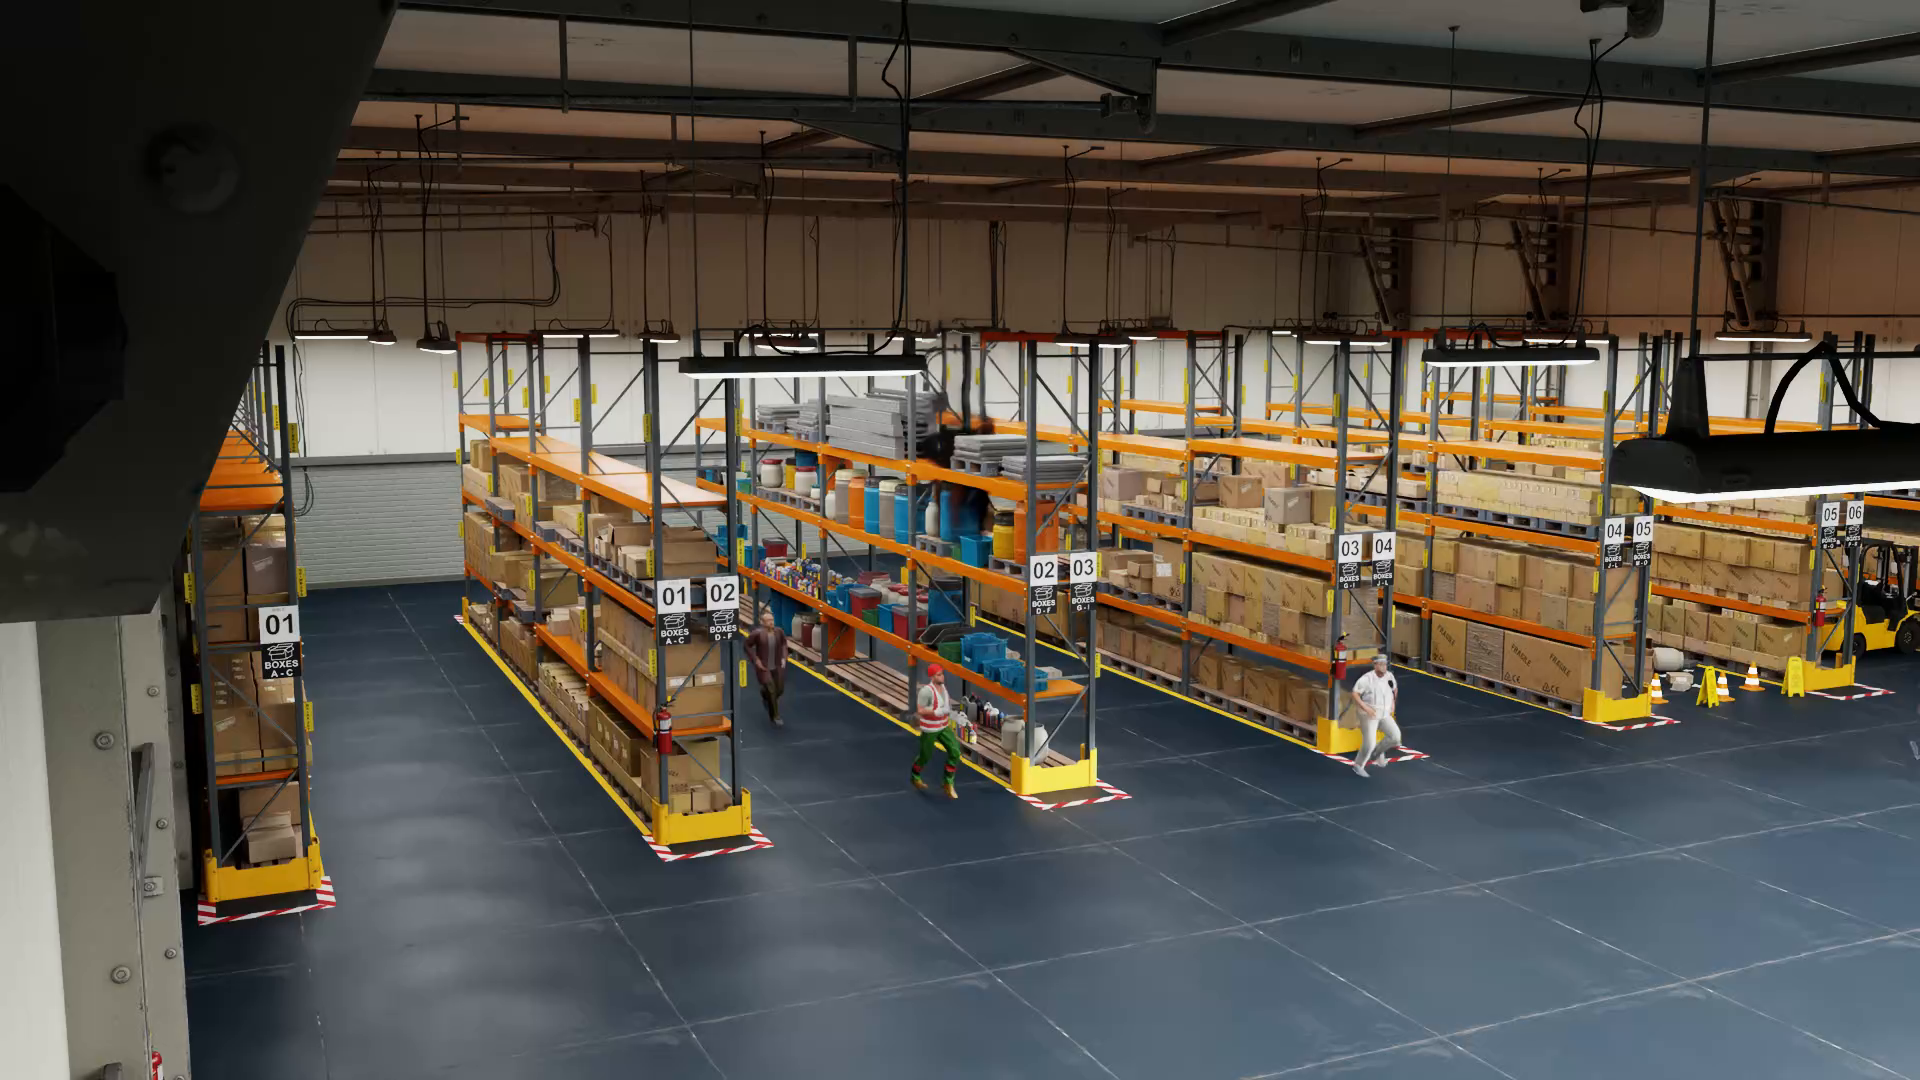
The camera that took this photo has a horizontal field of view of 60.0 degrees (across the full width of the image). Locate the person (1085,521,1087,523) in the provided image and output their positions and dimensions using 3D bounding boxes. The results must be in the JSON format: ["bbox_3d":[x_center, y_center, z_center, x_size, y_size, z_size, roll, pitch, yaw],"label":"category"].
[{"bbox_3d":[2.901,0.382,38.250,0.630,1.658,0.758,-3,8,-24],"label":"person"}]

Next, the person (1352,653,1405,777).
[{"bbox_3d":[5.838,2.414,22.995,0.763,1.740,0.586,-4,9,-27],"label":"person"}]

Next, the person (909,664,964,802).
[{"bbox_3d":[-0.353,2.522,21.888,0.626,1.838,0.864,-7,11,-43],"label":"person"}]

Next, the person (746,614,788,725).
[{"bbox_3d":[-2.985,1.994,25.923,0.729,1.736,0.627,-4,9,-30],"label":"person"}]
